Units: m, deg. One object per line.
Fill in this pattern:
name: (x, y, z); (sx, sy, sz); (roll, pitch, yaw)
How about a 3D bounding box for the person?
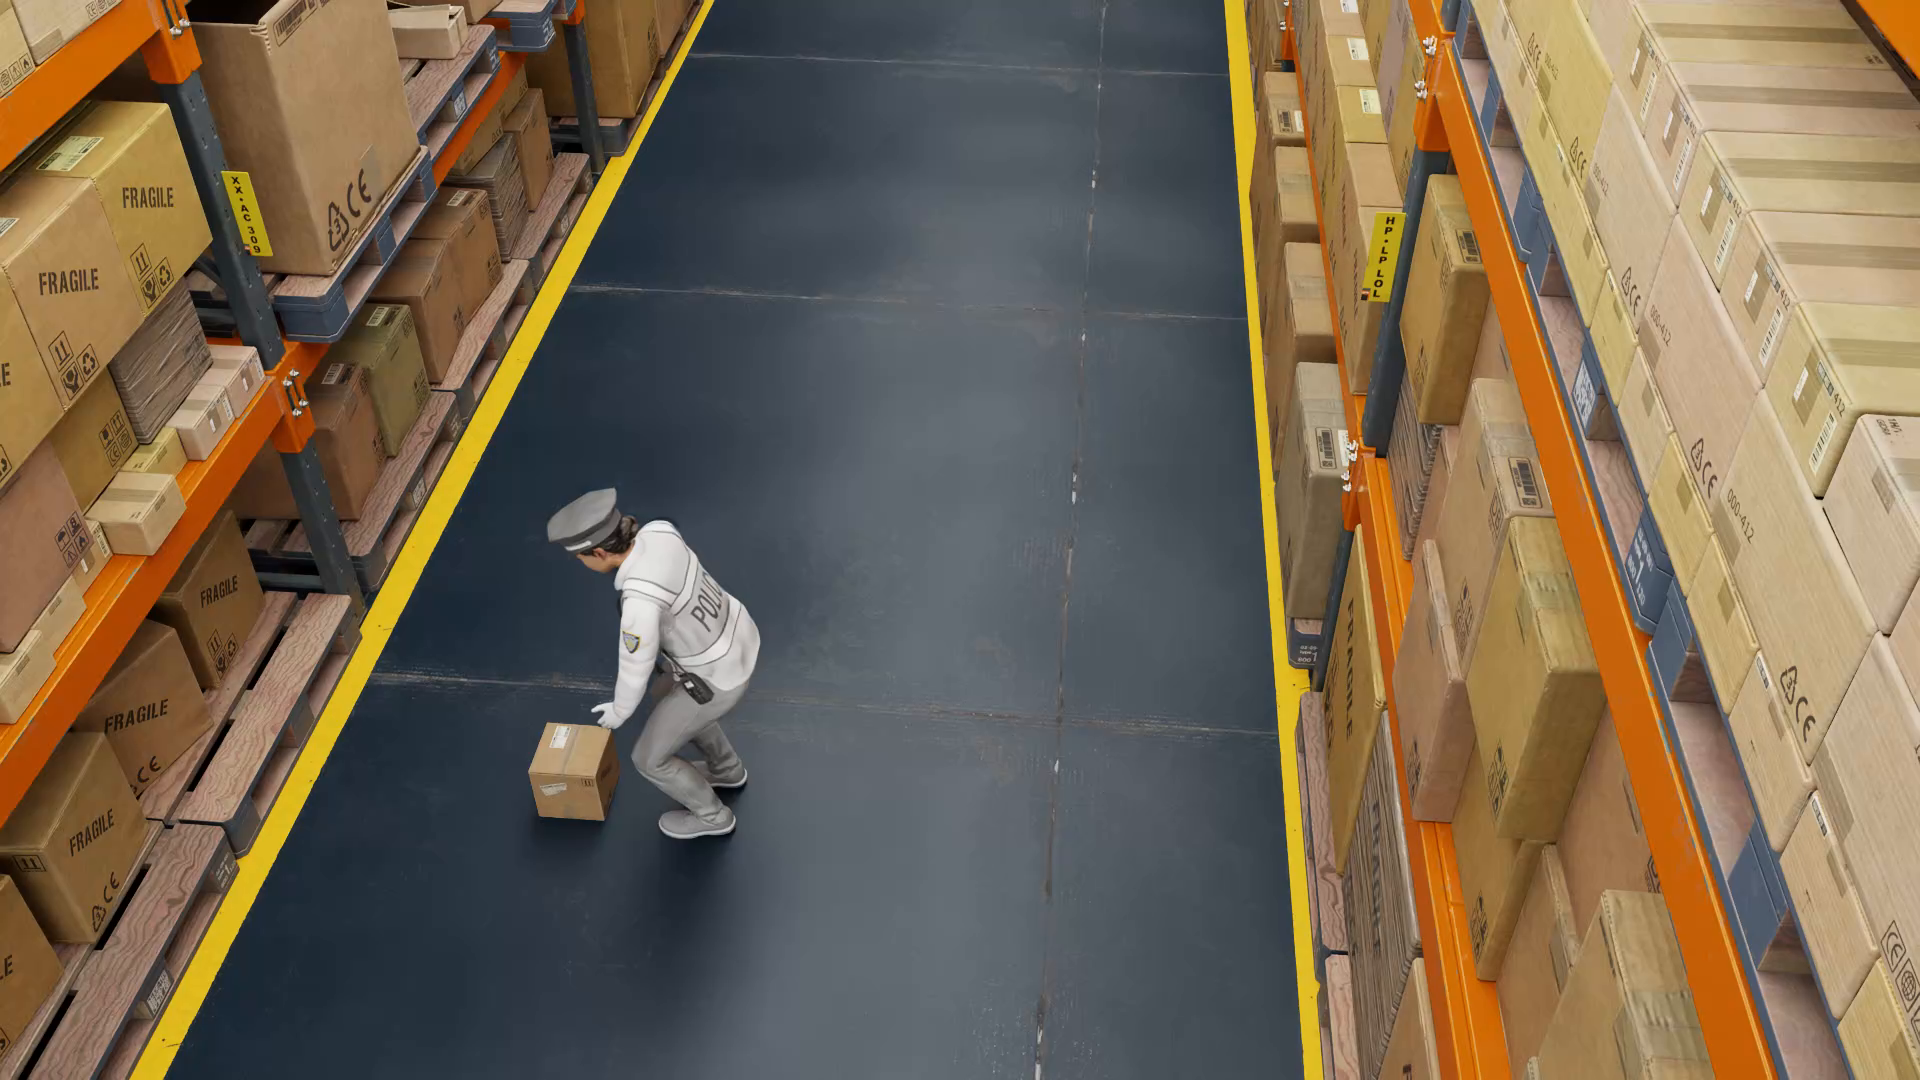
person: (-1.017, 0.451, 5.777); (0.634, 1.479, 0.531); (4, 40, 4)
